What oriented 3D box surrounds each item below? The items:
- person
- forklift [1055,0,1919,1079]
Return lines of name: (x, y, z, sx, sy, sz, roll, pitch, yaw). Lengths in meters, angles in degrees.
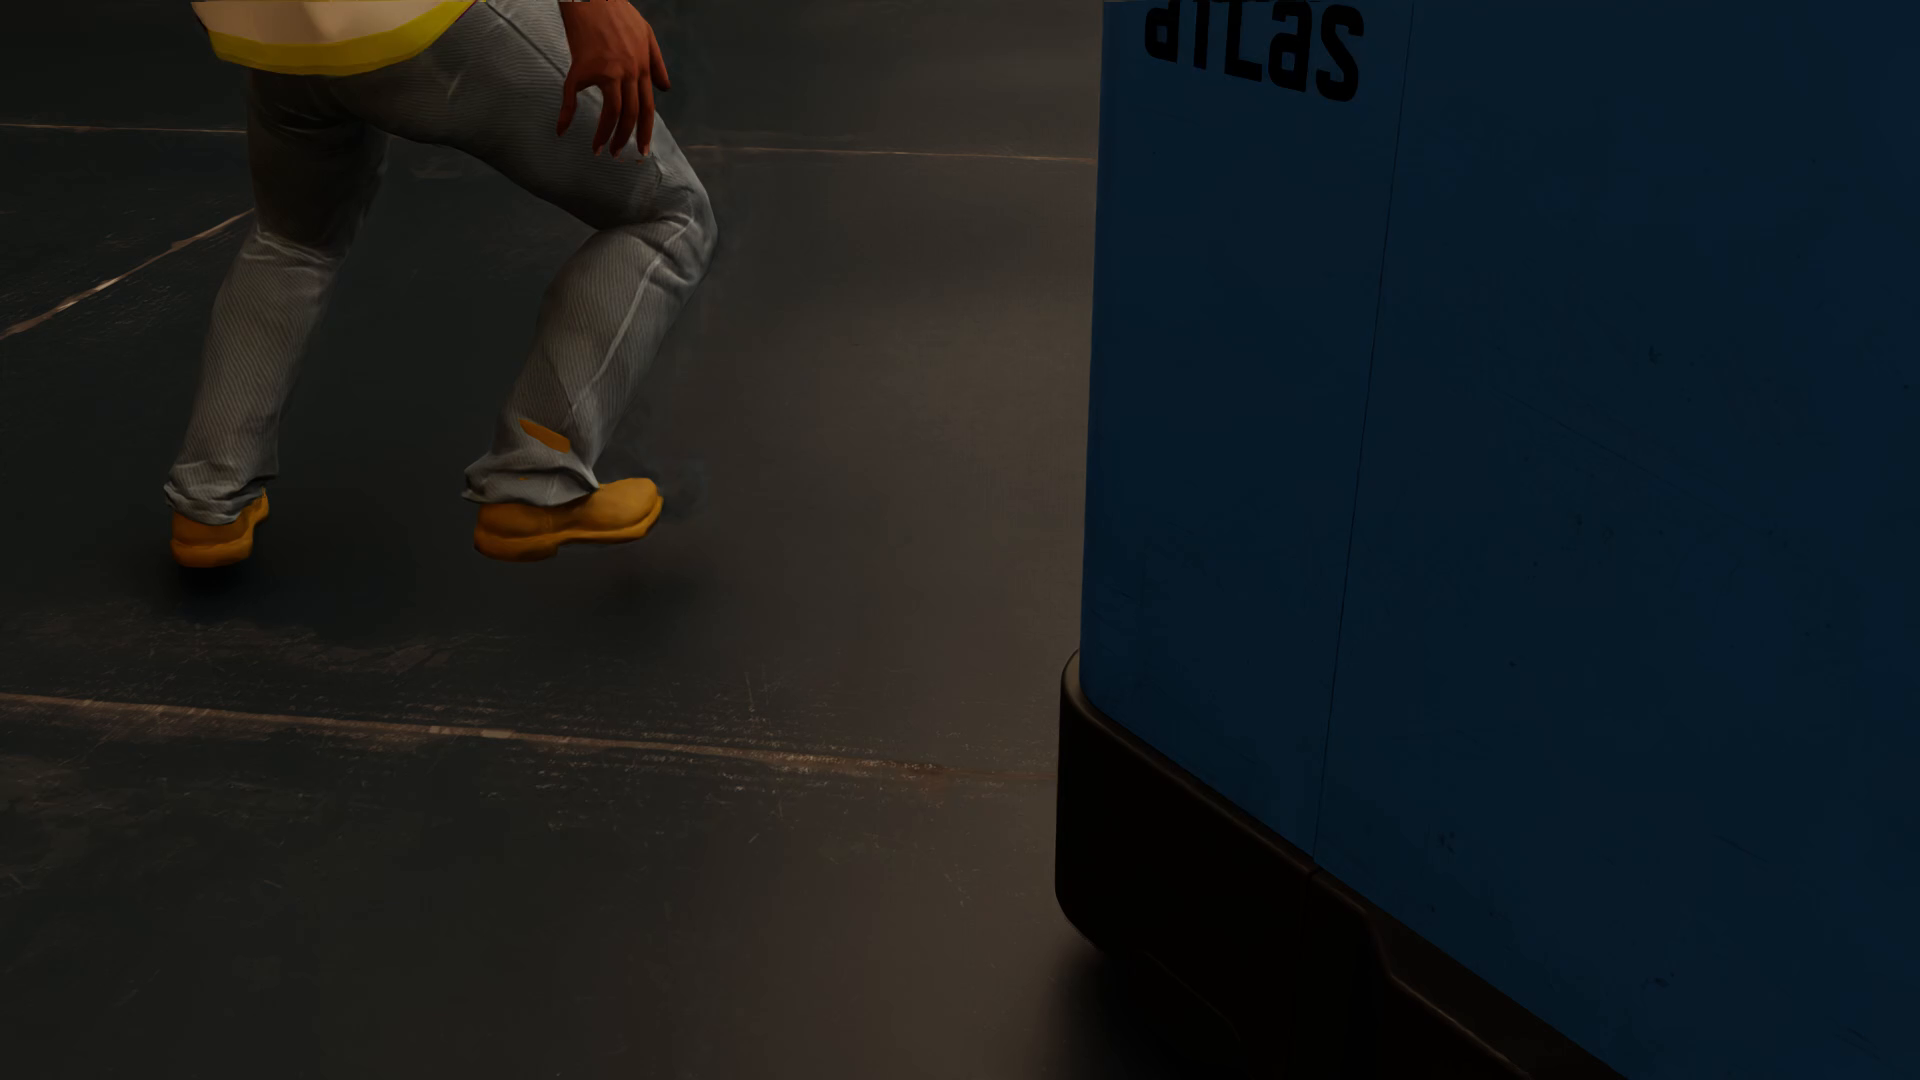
person: (-0.753, -0.731, 2.093, 0.987, 1.617, 0.599, 17, 31, 30)
forklift: (1.351, -0.494, 0.207, 1.130, 2.935, 3.031, -17, 31, -31)
